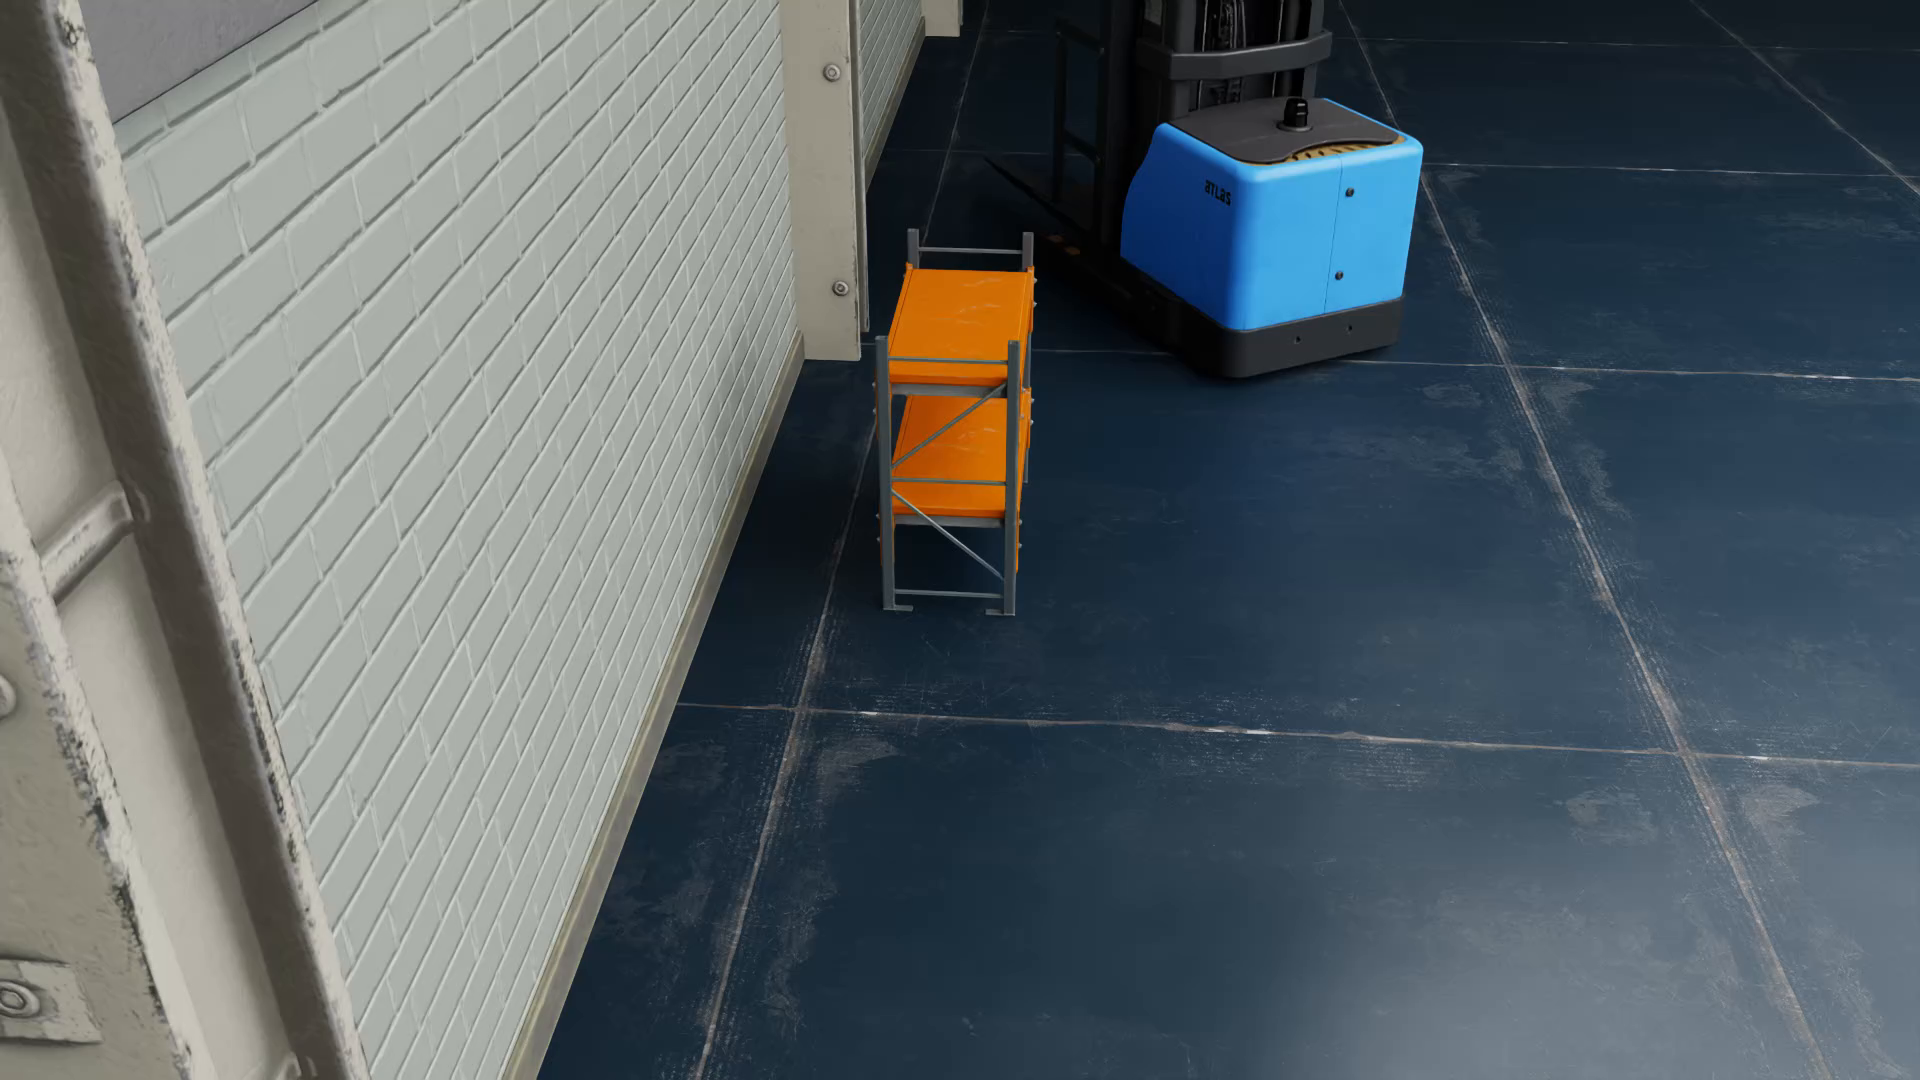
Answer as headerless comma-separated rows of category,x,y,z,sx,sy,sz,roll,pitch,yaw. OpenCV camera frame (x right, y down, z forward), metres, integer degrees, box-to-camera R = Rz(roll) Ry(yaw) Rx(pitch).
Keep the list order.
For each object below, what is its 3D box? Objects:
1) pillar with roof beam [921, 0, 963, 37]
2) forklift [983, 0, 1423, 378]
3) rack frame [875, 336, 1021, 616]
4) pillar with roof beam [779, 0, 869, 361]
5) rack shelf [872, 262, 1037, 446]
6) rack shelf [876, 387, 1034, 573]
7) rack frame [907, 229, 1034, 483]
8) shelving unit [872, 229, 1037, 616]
pillar with roof beam,4.146,-7.776,10.790,9.100,9.000,0.400,2,32,4
forklift,1.088,-2.768,8.449,1.130,2.935,3.031,-14,34,-21
rack frame,-0.042,-0.210,6.018,0.500,1.125,0.032,2,32,4
pillar with roof beam,3.658,-4.638,5.699,9.100,9.000,0.400,2,32,4
rack shelf,-0.001,-0.725,6.296,0.538,0.278,1.000,2,32,4
rack shelf,-0.001,-0.267,6.577,0.538,0.278,1.000,2,32,4
rack frame,0.041,-0.741,6.880,0.500,1.125,0.032,2,32,4
shelving unit,-0.001,-0.475,6.449,0.538,1.125,1.048,2,32,4
